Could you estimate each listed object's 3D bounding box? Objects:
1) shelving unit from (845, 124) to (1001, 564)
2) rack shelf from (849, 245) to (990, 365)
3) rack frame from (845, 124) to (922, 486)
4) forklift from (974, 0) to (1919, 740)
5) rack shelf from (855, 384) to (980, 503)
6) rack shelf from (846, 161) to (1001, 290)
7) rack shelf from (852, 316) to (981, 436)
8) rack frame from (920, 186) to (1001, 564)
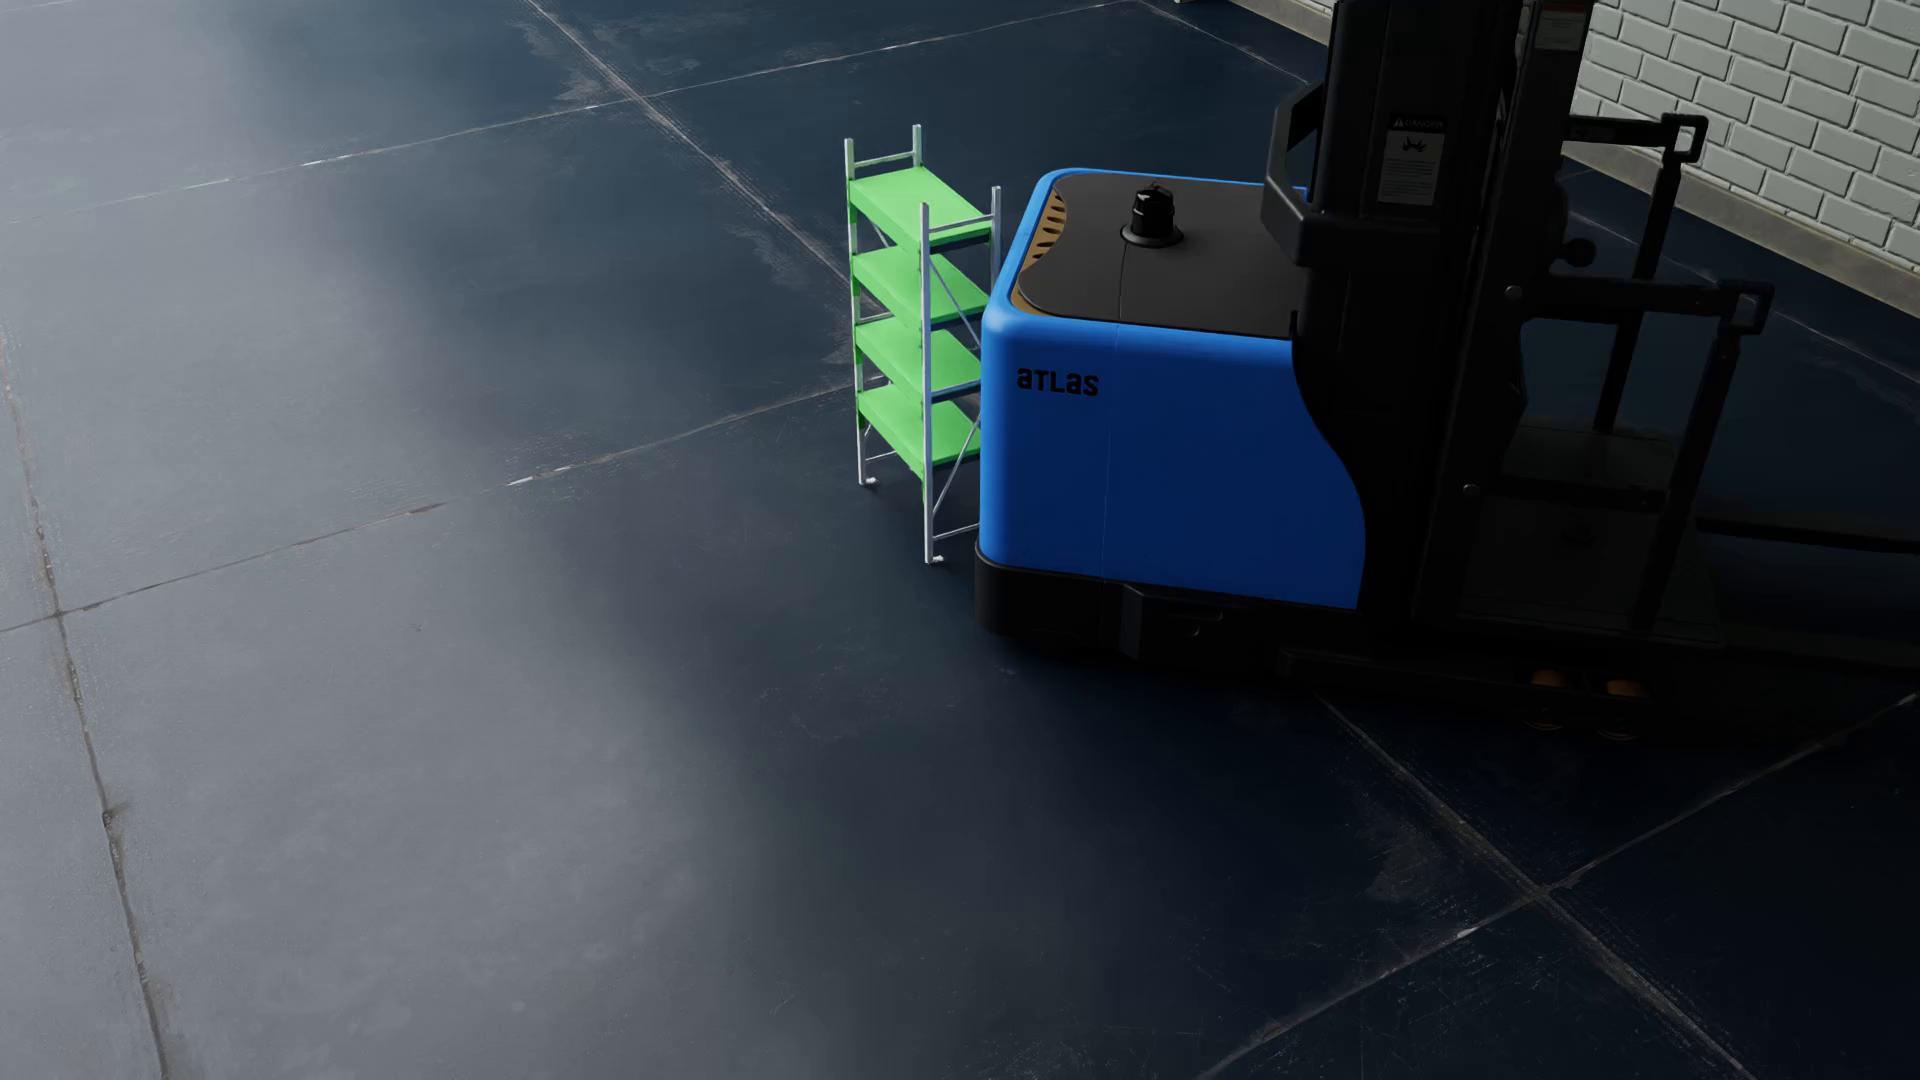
[{"bbox_3d":[-0.111,-0.573,5.018,0.258,1.200,0.503,-17,39,-22],"label":"shelving unit"},{"bbox_3d":[-0.111,-0.716,4.914,0.258,0.148,0.480,-17,39,-22],"label":"rack shelf"},{"bbox_3d":[-0.223,-0.701,5.192,0.240,1.200,0.015,-17,39,-22],"label":"rack frame"},{"bbox_3d":[1.612,-0.985,4.113,3.031,2.935,1.130,7,37,10],"label":"forklift"},{"bbox_3d":[-0.111,-0.328,5.197,0.258,0.148,0.480,-17,39,-22],"label":"rack shelf"},{"bbox_3d":[-0.111,-0.909,4.772,0.258,0.148,0.480,-17,39,-22],"label":"rack shelf"},{"bbox_3d":[-0.111,-0.522,5.055,0.258,0.148,0.480,-17,39,-22],"label":"rack shelf"},{"bbox_3d":[0.002,-0.446,4.843,0.240,1.200,0.015,-17,39,-22],"label":"rack frame"}]
